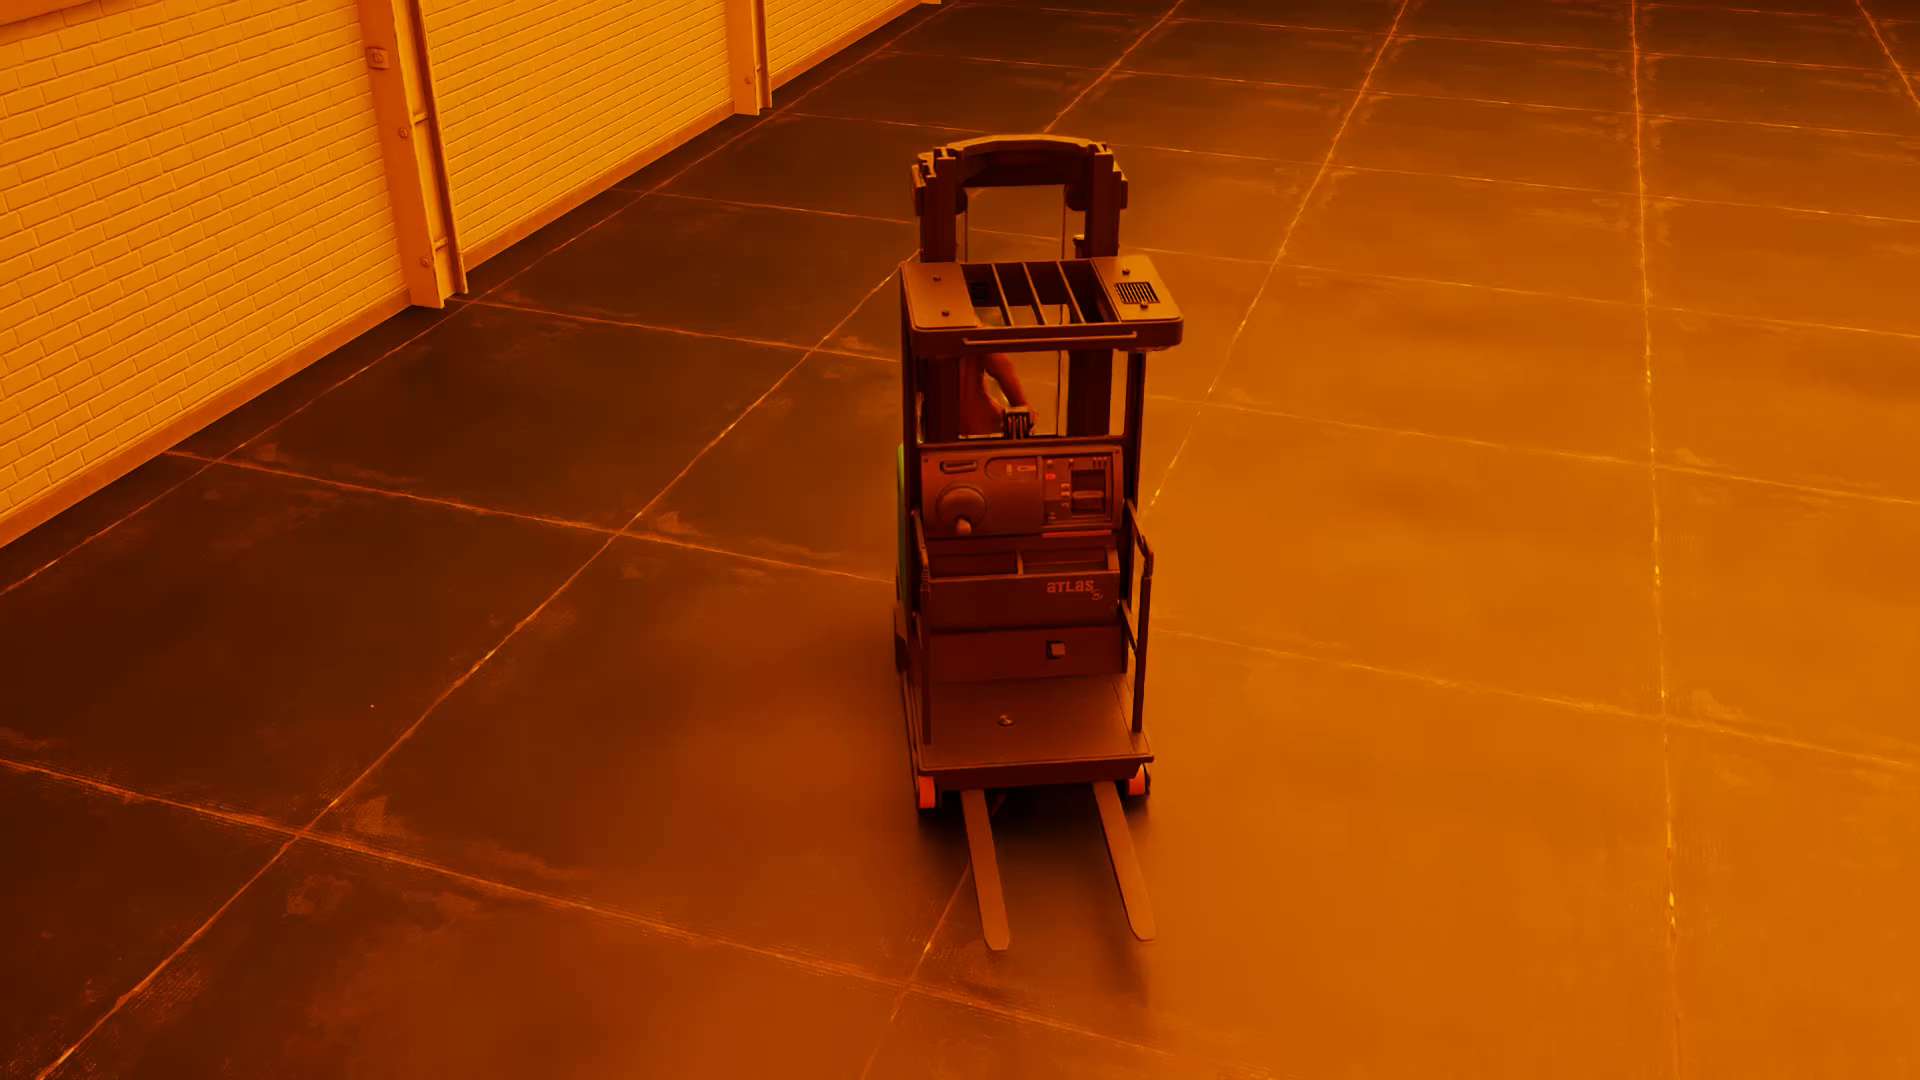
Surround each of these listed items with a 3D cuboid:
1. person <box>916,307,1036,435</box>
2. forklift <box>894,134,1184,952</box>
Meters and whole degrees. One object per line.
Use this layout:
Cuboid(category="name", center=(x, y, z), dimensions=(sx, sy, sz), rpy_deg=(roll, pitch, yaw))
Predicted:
Cuboid(category="person", center=(0.091, -0.826, 9.820), dimensions=(0.799, 1.708, 0.583), rpy_deg=(13, 32, 22))
Cuboid(category="forklift", center=(0.310, -0.178, 7.449), dimensions=(1.130, 2.935, 3.031), rpy_deg=(-3, 30, -5))
